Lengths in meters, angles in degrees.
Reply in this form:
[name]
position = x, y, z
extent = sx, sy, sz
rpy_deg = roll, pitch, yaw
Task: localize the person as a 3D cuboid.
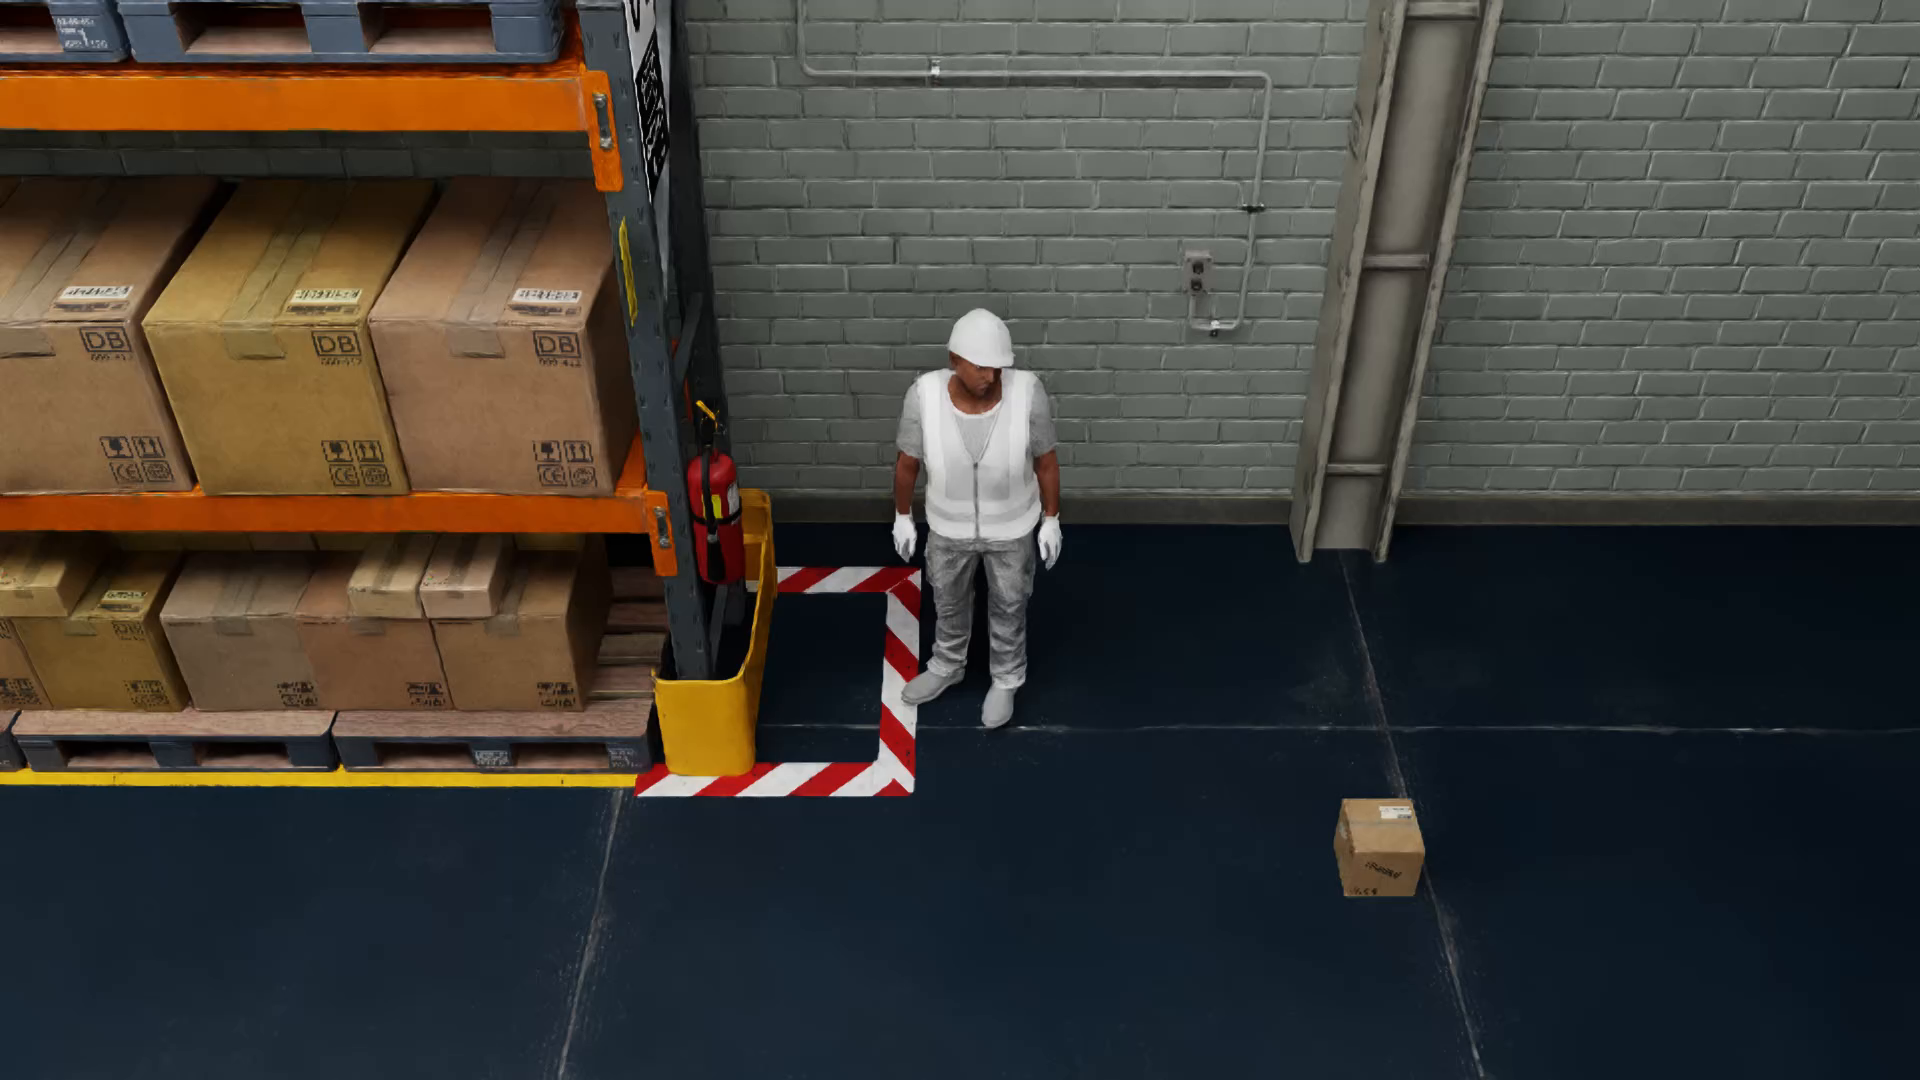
[person]
position = 0.063, -0.059, 6.165
extent = 0.638, 1.791, 0.392
rpy_deg = 4, 39, 5
